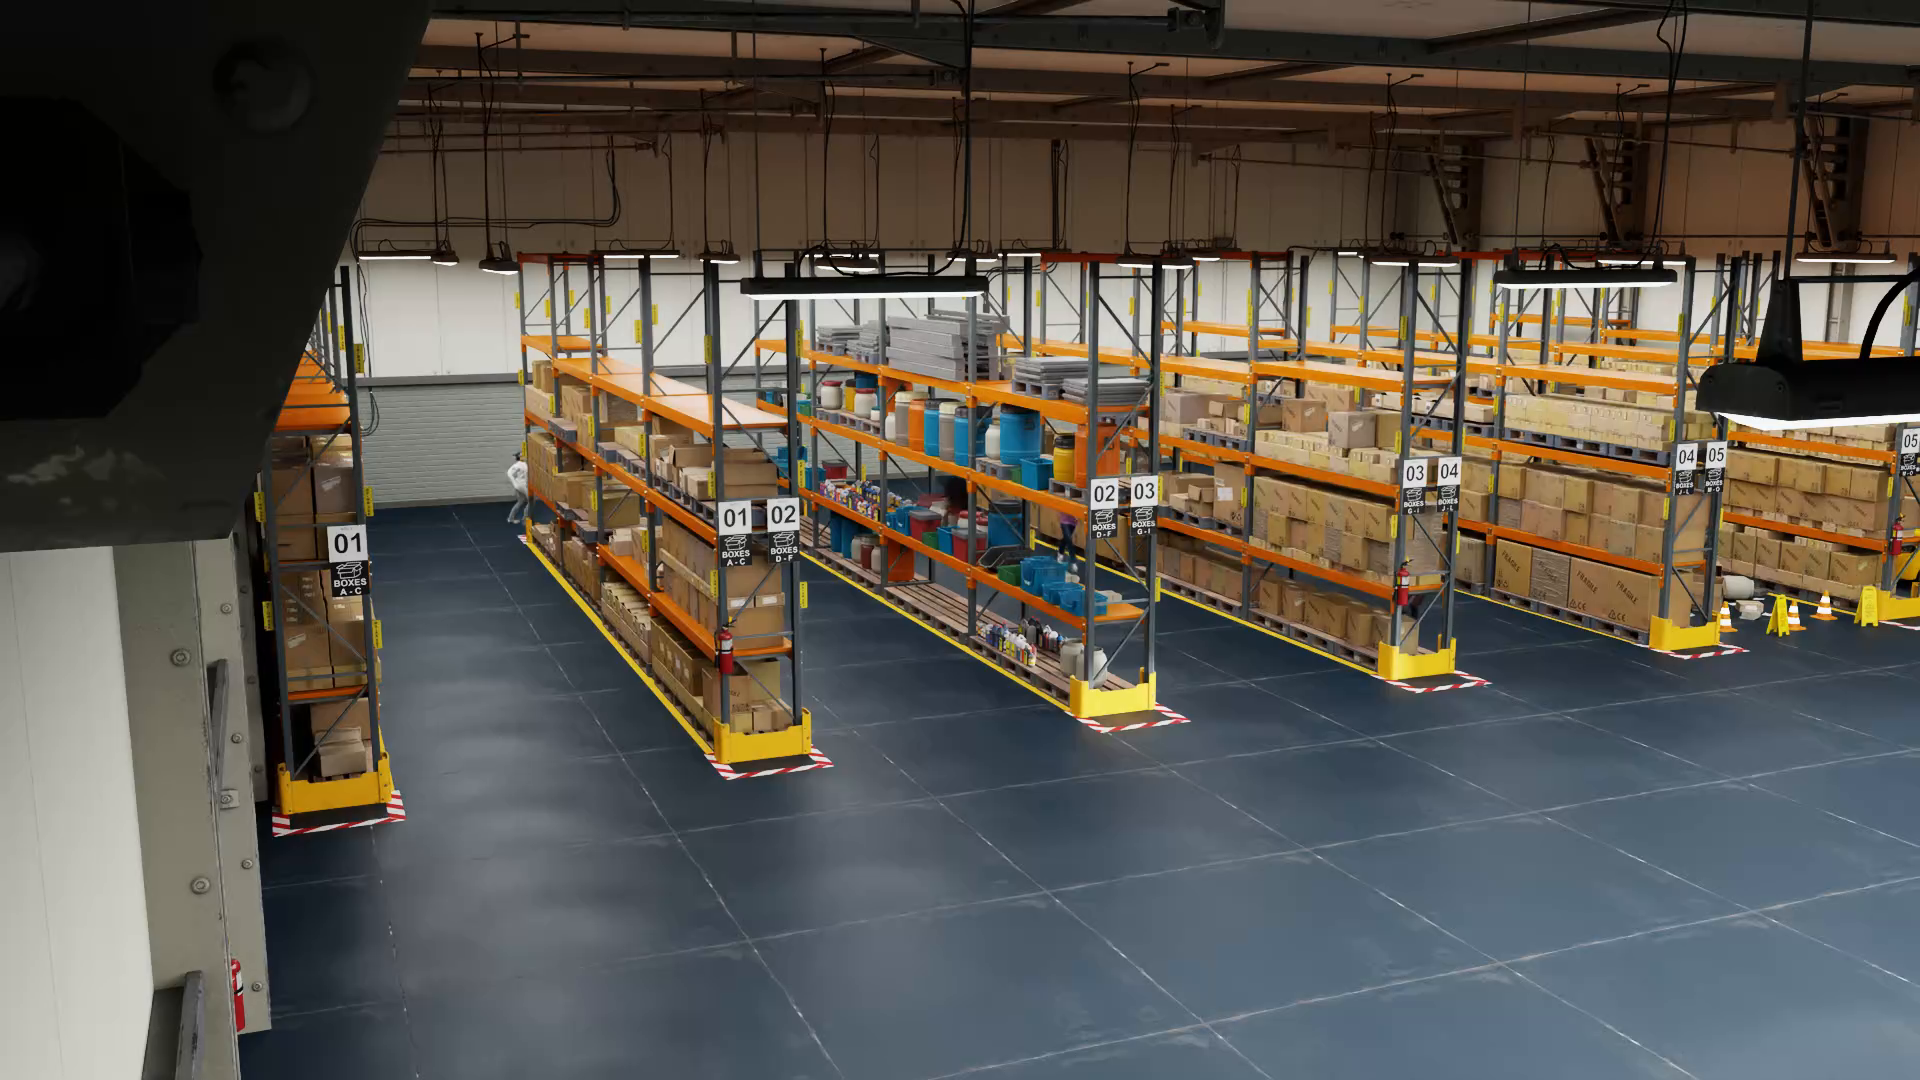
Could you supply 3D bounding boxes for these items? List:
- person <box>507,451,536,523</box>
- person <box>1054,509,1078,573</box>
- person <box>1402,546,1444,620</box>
[{"bbox_3d":[-9.672,-1.143,36.699,0.693,1.712,0.610,0,10,0],"label":"person"},{"bbox_3d":[1.989,-0.272,30.633,0.541,1.609,0.917,-4,11,-21],"label":"person"},{"bbox_3d":[7.583,0.497,27.599,0.644,1.660,0.908,-8,13,-38],"label":"person"}]
